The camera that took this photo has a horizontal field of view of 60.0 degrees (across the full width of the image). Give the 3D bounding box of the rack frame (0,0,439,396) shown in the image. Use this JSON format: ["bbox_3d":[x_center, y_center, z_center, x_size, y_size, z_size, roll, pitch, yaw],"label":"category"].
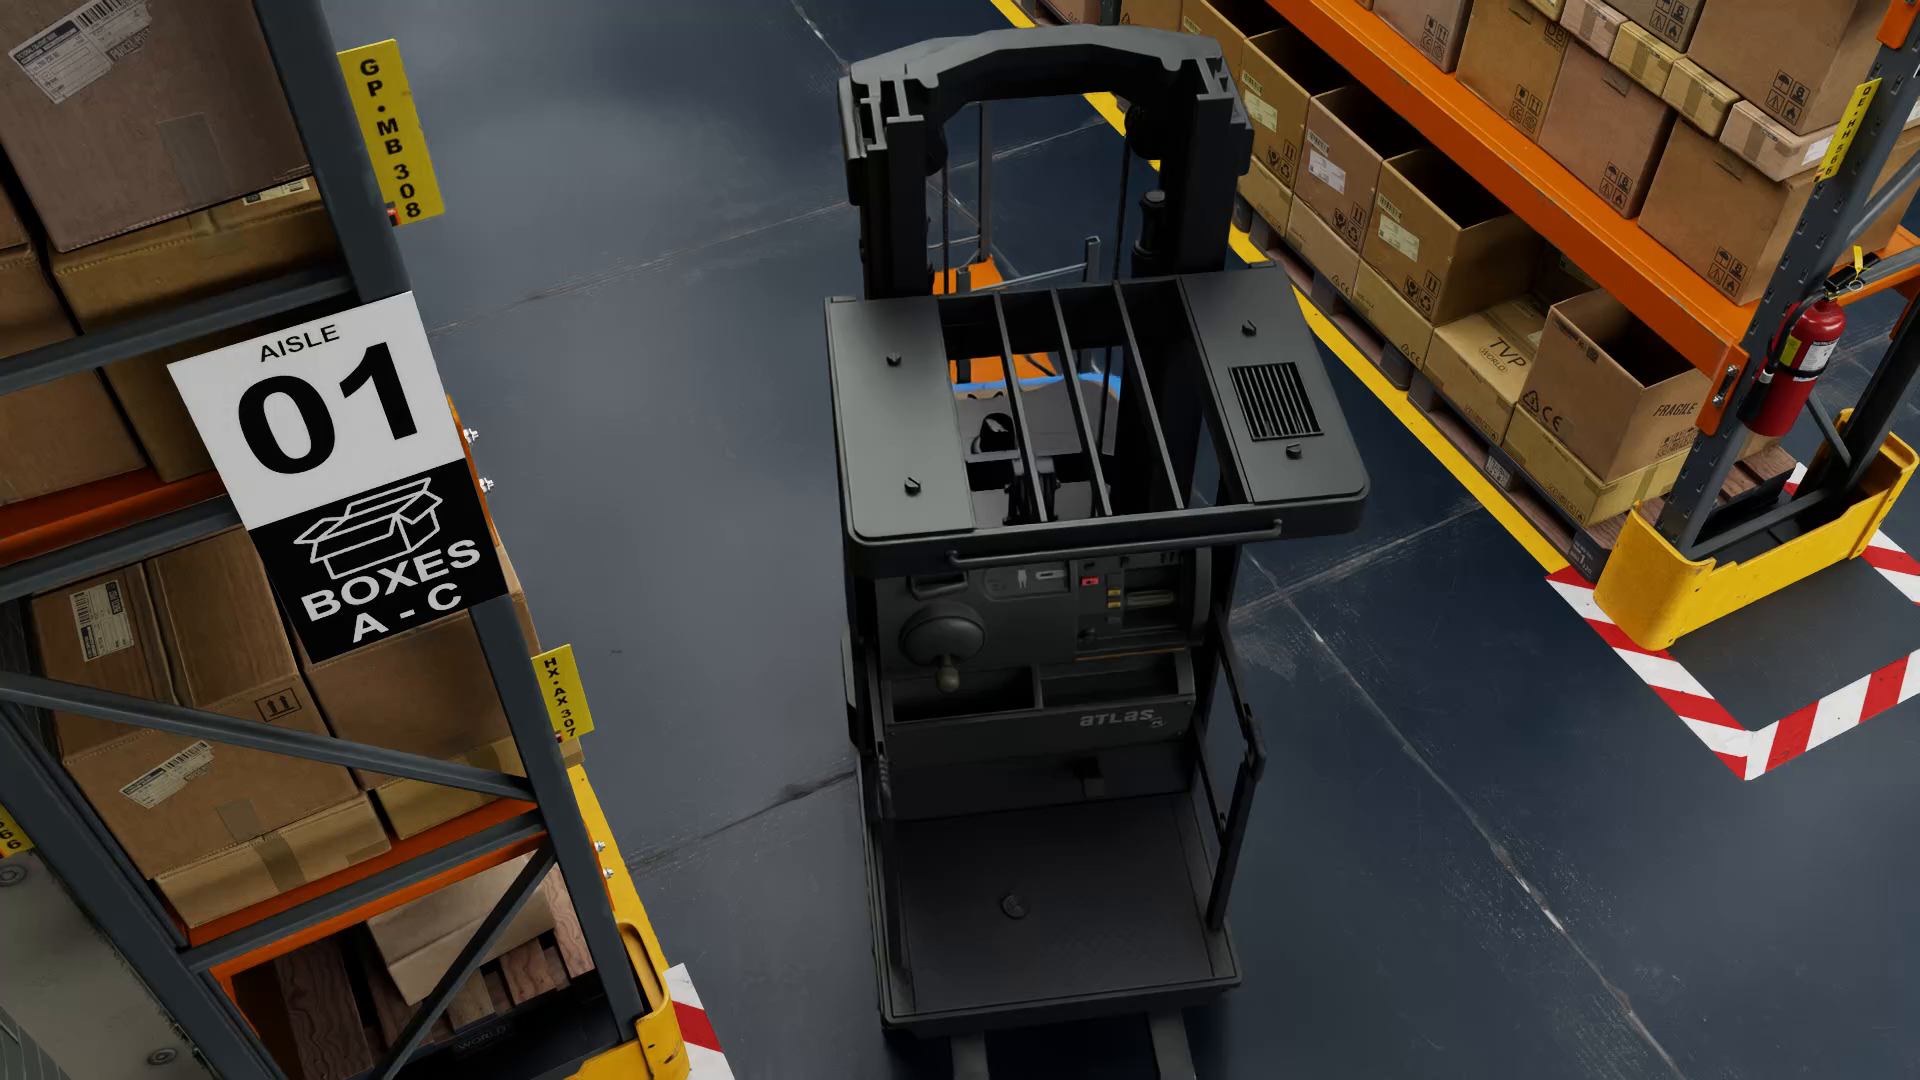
[{"bbox_3d":[-1.385,-1.150,1.670,1.000,3.000,0.127,-21,52,-18],"label":"rack frame"}]

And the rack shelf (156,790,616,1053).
[{"bbox_3d":[-2.300,-0.276,5.369,1.077,0.370,4.000,-21,52,-18],"label":"rack shelf"}]

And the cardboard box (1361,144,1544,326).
[{"bbox_3d":[2.037,-1.284,6.822,0.500,0.500,0.500,-21,52,-18],"label":"cardboard box"}]

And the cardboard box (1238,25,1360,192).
[{"bbox_3d":[1.579,-1.953,7.408,0.500,0.500,0.500,-21,52,-18],"label":"cardboard box"}]

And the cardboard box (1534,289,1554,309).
[{"bbox_3d":[2.738,-0.885,6.972,0.500,0.250,0.500,-21,52,-18],"label":"cardboard box"}]

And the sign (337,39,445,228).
[{"bbox_3d":[-0.902,-0.637,2.633,0.100,0.325,0.005,-21,52,-18],"label":"sign"}]

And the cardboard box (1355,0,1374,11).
[{"bbox_3d":[1.870,-2.611,6.867,0.700,0.500,0.500,-20,52,-17],"label":"cardboard box"}]

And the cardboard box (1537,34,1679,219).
[{"bbox_3d":[2.571,-1.583,5.968,0.700,0.500,0.500,-20,52,-17],"label":"cardboard box"}]

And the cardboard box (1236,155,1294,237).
[{"bbox_3d":[1.579,-1.706,7.690,0.500,0.250,0.500,-21,52,-18],"label":"cardboard box"}]

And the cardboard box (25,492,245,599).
[{"bbox_3d":[-2.011,0.039,4.204,0.500,0.500,0.500,-21,52,-17],"label":"cardboard box"}]

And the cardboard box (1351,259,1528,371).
[{"bbox_3d":[2.040,-1.038,7.106,0.500,0.250,0.500,-21,52,-18],"label":"cardboard box"}]

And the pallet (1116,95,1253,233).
[{"bbox_3d":[1.514,-2.096,8.335,1.003,0.211,1.213,-21,52,-18],"label":"pallet"}]

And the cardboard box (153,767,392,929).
[{"bbox_3d":[-1.771,0.622,4.192,0.500,0.250,0.500,-20,52,-17],"label":"cardboard box"}]

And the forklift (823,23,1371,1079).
[{"bbox_3d":[0.260,0.295,4.437,1.130,2.935,3.031,-5,49,-5],"label":"forklift"}]

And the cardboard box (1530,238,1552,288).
[{"bbox_3d":[2.500,-1.463,6.979,0.500,0.500,0.500,-21,52,-18],"label":"cardboard box"}]

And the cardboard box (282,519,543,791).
[{"bbox_3d":[-1.336,0.198,4.065,0.500,0.500,0.500,-21,52,-17],"label":"cardboard box"}]

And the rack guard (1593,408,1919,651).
[{"bbox_3d":[3.029,-0.044,6.349,1.175,0.500,0.348,-21,52,-18],"label":"rack guard"}]

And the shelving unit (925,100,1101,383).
[{"bbox_3d":[0.052,-0.812,6.356,0.587,1.500,1.083,-15,51,-13],"label":"shelving unit"}]

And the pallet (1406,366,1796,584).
[{"bbox_3d":[2.631,-0.463,6.907,1.003,0.211,1.213,-21,52,-18],"label":"pallet"}]

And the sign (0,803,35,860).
[{"bbox_3d":[-1.888,0.518,3.218,0.100,0.325,0.005,-21,52,-18],"label":"sign"}]

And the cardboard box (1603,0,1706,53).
[{"bbox_3d":[2.546,-2.046,5.511,0.700,0.500,0.500,-22,53,-18],"label":"cardboard box"}]

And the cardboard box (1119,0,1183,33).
[{"bbox_3d":[1.121,-2.622,7.993,0.500,0.500,0.500,-21,52,-18],"label":"cardboard box"}]

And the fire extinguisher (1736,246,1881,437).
[{"bbox_3d":[2.659,-0.619,5.242,0.296,0.674,0.183,-21,52,-18],"label":"fire extinguisher"}]

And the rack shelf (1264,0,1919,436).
[{"bbox_3d":[2.103,-1.985,6.864,1.077,0.370,4.000,-21,52,-18],"label":"rack shelf"}]

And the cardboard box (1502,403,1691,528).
[{"bbox_3d":[2.510,-0.374,6.524,0.500,0.250,0.500,-21,52,-18],"label":"cardboard box"}]

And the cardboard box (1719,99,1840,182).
[{"bbox_3d":[2.674,-1.320,5.307,0.380,0.149,0.250,-22,52,-18],"label":"cardboard box"}]

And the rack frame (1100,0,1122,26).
[{"bbox_3d":[1.188,-3.561,7.764,1.000,3.000,0.127,-21,52,-18],"label":"rack frame"}]

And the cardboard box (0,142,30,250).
[{"bbox_3d":[-1.815,-0.729,2.551,0.500,0.500,0.500,-19,52,-16],"label":"cardboard box"}]

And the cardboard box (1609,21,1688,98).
[{"bbox_3d":[2.436,-1.666,5.609,0.380,0.149,0.250,-22,52,-18],"label":"cardboard box"}]

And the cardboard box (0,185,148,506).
[{"bbox_3d":[-1.801,-0.394,2.922,0.500,0.500,0.500,-18,51,-15],"label":"cardboard box"}]

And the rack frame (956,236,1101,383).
[{"bbox_3d":[0.227,-0.445,6.036,0.500,1.500,0.032,-15,51,-13],"label":"rack frame"}]
